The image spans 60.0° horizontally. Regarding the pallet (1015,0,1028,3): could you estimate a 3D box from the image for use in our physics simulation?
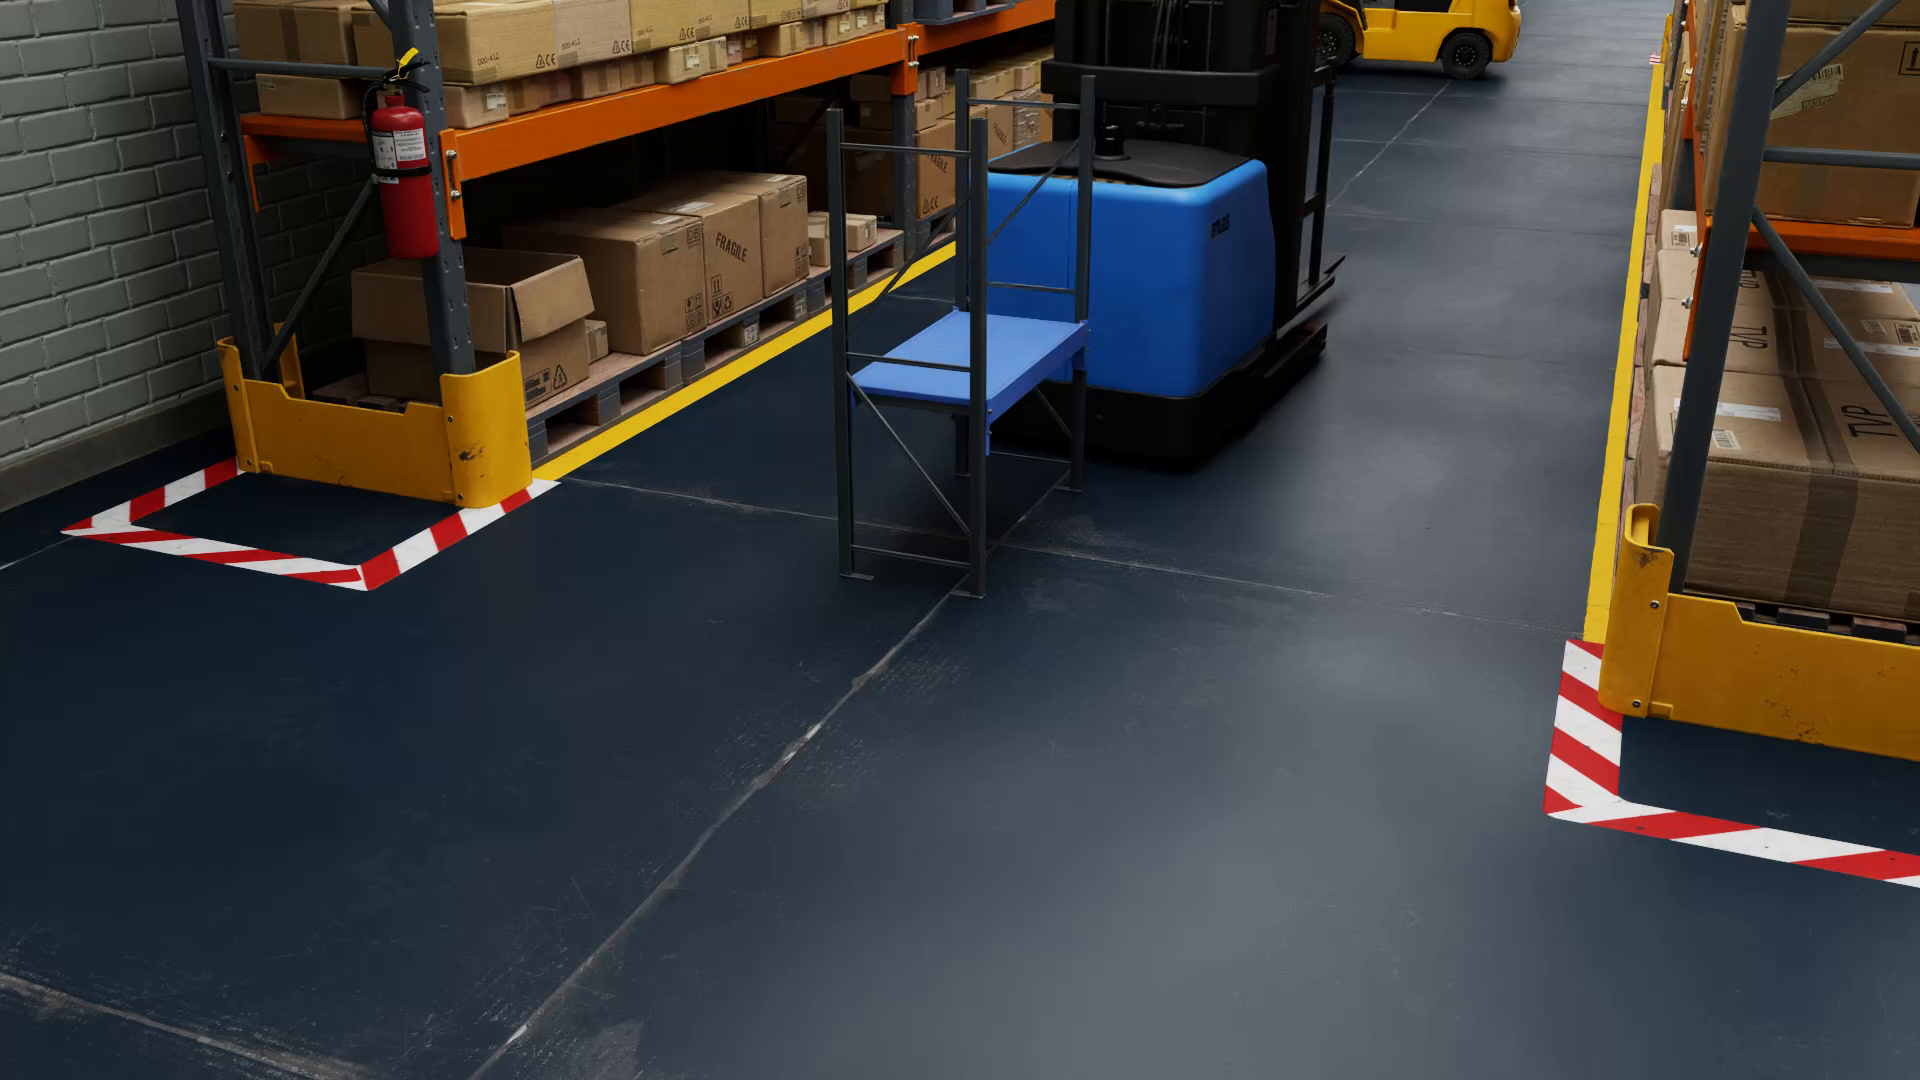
[{"bbox_3d":[0.029,-3.685,10.928,1.003,0.211,1.213,9,24,20],"label":"pallet"}]

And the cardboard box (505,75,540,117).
[{"bbox_3d":[-1.797,-1.667,6.175,0.380,0.149,0.250,9,24,21],"label":"cardboard box"}]

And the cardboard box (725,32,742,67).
[{"bbox_3d":[-1.213,-2.223,7.505,0.380,0.149,0.250,9,24,20],"label":"cardboard box"}]

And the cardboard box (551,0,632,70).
[{"bbox_3d":[-1.619,-1.979,6.405,0.500,0.250,0.500,9,24,21],"label":"cardboard box"}]

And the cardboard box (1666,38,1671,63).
[{"bbox_3d":[7.384,-4.921,16.661,0.500,0.250,0.500,11,25,24],"label":"cardboard box"}]

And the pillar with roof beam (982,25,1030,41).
[{"bbox_3d":[4.391,-7.217,11.353,9.100,9.000,0.400,9,24,20],"label":"pillar with roof beam"}]

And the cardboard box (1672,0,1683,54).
[{"bbox_3d":[6.813,-4.713,15.191,0.500,0.500,0.500,8,24,19],"label":"cardboard box"}]

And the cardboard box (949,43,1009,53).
[{"bbox_3d":[0.140,-3.576,12.277,0.380,0.149,0.250,10,25,22],"label":"cardboard box"}]

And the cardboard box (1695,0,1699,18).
[{"bbox_3d":[4.567,-3.179,9.663,0.500,0.250,0.500,10,25,22],"label":"cardboard box"}]

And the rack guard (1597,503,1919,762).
[{"bbox_3d":[2.376,0.264,4.468,1.175,0.500,0.348,9,24,20],"label":"rack guard"}]

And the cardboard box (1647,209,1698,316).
[{"bbox_3d":[3.538,-1.131,7.346,0.875,0.438,0.875,8,24,19],"label":"cardboard box"}]

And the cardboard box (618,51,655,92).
[{"bbox_3d":[-1.487,-1.944,6.837,0.380,0.149,0.250,9,24,21],"label":"cardboard box"}]

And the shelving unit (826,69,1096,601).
[{"bbox_3d":[0.032,-0.723,5.534,0.538,1.500,1.048,9,24,20],"label":"shelving unit"}]

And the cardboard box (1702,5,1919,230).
[{"bbox_3d":[2.318,-1.154,4.492,0.500,0.500,0.500,9,24,20],"label":"cardboard box"}]

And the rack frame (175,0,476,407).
[{"bbox_3d":[-2.225,-1.607,5.705,1.000,3.000,0.127,9,24,20],"label":"rack frame"}]

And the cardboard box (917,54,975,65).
[{"bbox_3d":[-0.117,-3.291,11.595,0.380,0.149,0.250,8,24,19],"label":"cardboard box"}]

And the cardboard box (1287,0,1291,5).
[{"bbox_3d":[3.270,-5.725,17.938,0.500,0.250,0.500,9,24,20],"label":"cardboard box"}]

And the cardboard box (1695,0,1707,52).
[{"bbox_3d":[3.803,-2.456,7.934,0.500,0.250,0.500,8,24,19],"label":"cardboard box"}]

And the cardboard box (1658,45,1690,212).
[{"bbox_3d":[4.688,-2.420,9.863,0.875,0.875,0.875,9,24,21],"label":"cardboard box"}]

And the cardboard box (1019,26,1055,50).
[{"bbox_3d":[0.991,-3.789,13.465,0.875,0.625,0.625,10,25,22],"label":"cardboard box"}]

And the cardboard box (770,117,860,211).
[{"bbox_3d":[-0.831,-2.297,10.055,0.500,0.500,0.500,9,24,20],"label":"cardboard box"}]

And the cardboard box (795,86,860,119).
[{"bbox_3d":[-0.777,-2.646,10.049,0.380,0.149,0.250,9,24,20],"label":"cardboard box"}]

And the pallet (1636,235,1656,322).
[{"bbox_3d":[4.087,-1.329,8.658,1.003,0.211,1.213,9,24,20],"label":"pallet"}]

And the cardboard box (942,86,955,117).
[{"bbox_3d":[-0.243,-2.672,10.112,0.380,0.149,0.250,7,24,17],"label":"cardboard box"}]

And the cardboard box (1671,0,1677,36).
[{"bbox_3d":[7.379,-5.271,16.526,0.500,0.500,0.500,9,24,21],"label":"cardboard box"}]

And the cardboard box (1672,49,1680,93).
[{"bbox_3d":[6.650,-3.985,14.263,0.950,0.372,0.625,9,24,21],"label":"cardboard box"}]

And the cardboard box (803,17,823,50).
[{"bbox_3d":[-0.896,-2.489,8.144,0.380,0.149,0.250,9,24,21],"label":"cardboard box"}]

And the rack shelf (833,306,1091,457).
[{"bbox_3d":[0.032,-0.557,5.603,0.538,0.185,1.000,9,24,20],"label":"rack shelf"}]

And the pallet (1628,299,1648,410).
[{"bbox_3d":[3.516,-0.781,7.347,1.003,0.211,1.213,9,24,20],"label":"pallet"}]

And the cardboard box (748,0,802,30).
[{"bbox_3d":[-1.072,-2.531,7.727,0.500,0.250,0.500,9,24,20],"label":"cardboard box"}]

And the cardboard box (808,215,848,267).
[{"bbox_3d":[-0.806,-1.601,8.694,0.396,0.266,0.258,10,25,22],"label":"cardboard box"}]

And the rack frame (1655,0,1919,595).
[{"bbox_3d":[2.385,-0.898,4.007,1.000,3.000,0.127,9,24,20],"label":"rack frame"}]

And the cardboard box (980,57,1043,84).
[{"bbox_3d":[0.355,-3.229,11.445,0.380,0.149,0.250,8,24,19],"label":"cardboard box"}]

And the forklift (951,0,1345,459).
[{"bbox_3d":[1.065,-2.193,7.197,1.130,2.935,3.031,11,25,24],"label":"forklift"}]

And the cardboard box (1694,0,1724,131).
[{"bbox_3d":[2.880,-1.704,5.808,0.500,0.500,0.500,10,24,22],"label":"cardboard box"}]

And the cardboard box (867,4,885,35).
[{"bbox_3d":[-0.623,-2.772,8.821,0.380,0.149,0.250,9,24,21],"label":"cardboard box"}]

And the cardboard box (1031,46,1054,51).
[{"bbox_3d":[0.726,-3.494,12.080,0.380,0.149,0.250,7,24,17],"label":"cardboard box"}]

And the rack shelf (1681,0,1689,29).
[{"bbox_3d":[6.099,-4.144,12.713,1.077,0.370,4.000,9,24,20],"label":"rack shelf"}]

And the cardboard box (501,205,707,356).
[{"bbox_3d":[-1.556,-1.153,7.317,0.700,0.500,0.500,10,25,22],"label":"cardboard box"}]

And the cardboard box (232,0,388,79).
[{"bbox_3d":[-2.301,-1.878,6.162,0.500,0.250,0.500,10,24,22],"label":"cardboard box"}]

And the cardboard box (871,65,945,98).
[{"bbox_3d":[-0.307,-2.705,9.806,0.380,0.149,0.250,8,24,17],"label":"cardboard box"}]

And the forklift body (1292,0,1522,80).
[{"bbox_3d":[4.708,-6.001,17.326,2.313,2.155,1.214,9,24,20],"label":"forklift body"}]

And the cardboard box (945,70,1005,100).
[{"bbox_3d":[0.068,-2.945,10.764,0.380,0.149,0.250,10,25,22],"label":"cardboard box"}]

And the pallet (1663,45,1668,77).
[{"bbox_3d":[7.965,-5.024,17.503,1.003,0.211,1.213,9,24,20],"label":"pallet"}]

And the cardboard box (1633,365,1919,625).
[{"bbox_3d":[2.537,-0.160,5.020,0.875,0.438,0.875,8,24,18],"label":"cardboard box"}]

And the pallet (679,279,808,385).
[{"bbox_3d":[-1.447,-1.068,8.033,1.003,0.211,1.213,9,24,20],"label":"pallet"}]

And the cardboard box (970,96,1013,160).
[{"bbox_3d":[0.027,-2.589,10.756,0.500,0.500,0.500,8,24,18],"label":"cardboard box"}]

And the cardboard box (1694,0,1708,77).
[{"bbox_3d":[3.453,-2.245,7.102,0.500,0.500,0.500,10,25,22],"label":"cardboard box"}]
